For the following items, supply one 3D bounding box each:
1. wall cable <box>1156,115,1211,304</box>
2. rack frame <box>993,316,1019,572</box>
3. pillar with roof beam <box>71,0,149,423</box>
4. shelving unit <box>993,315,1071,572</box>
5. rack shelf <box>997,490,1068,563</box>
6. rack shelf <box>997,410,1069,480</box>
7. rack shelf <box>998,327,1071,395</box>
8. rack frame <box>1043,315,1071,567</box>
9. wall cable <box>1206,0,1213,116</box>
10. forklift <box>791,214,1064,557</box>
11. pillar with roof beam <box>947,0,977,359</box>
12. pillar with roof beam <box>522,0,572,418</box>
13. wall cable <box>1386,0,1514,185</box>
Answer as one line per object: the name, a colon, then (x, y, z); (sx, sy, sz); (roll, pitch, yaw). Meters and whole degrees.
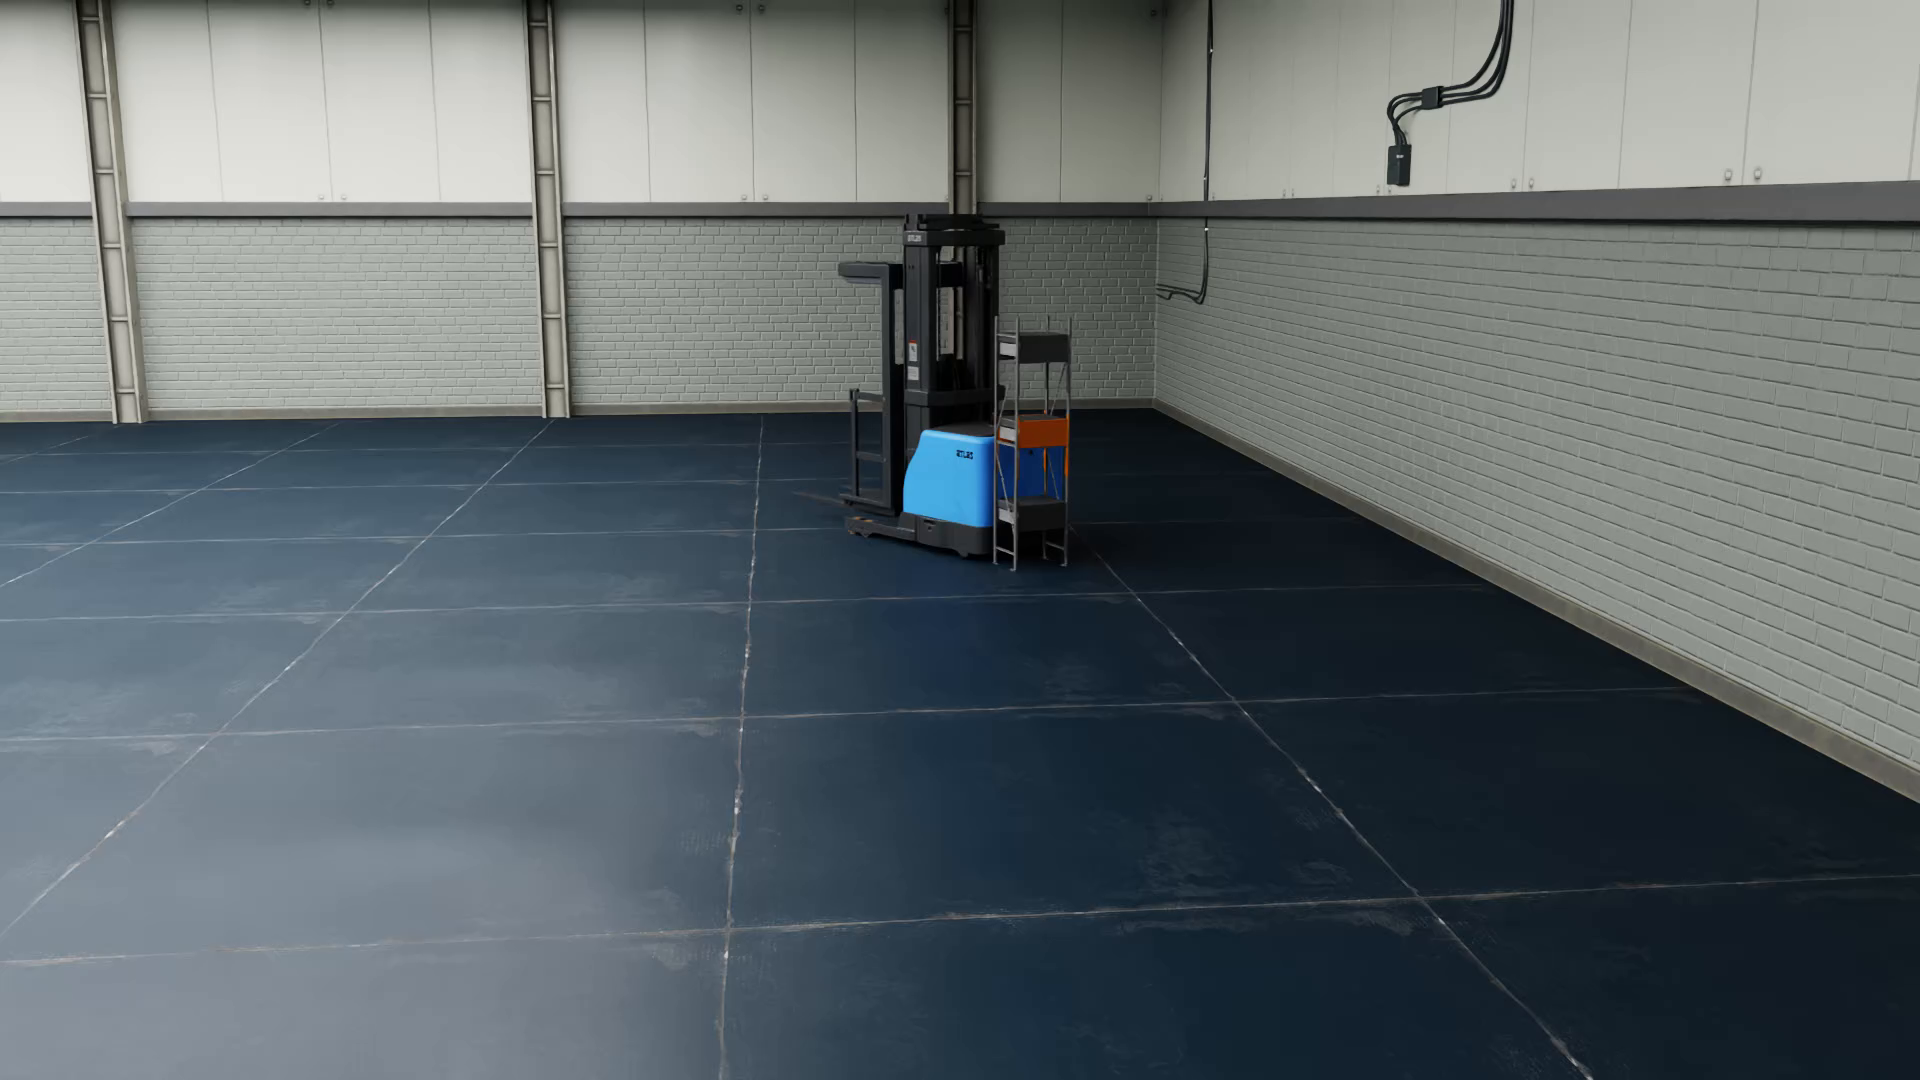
wall cable: (3.104, -4.646, 23.603); (0.112, 2.526, 3.097); (-1, 11, -6)
rack frame: (0.384, -0.798, 13.858); (0.015, 2.100, 0.400); (-5, 12, -26)
pillar with roof beam: (-11.433, -5.286, 18.810); (0.400, 9.000, 9.100); (-1, 11, -6)
shelving unit: (0.602, -0.818, 13.964); (0.503, 2.100, 0.431); (-5, 12, -26)
rack shelf: (0.601, -0.118, 14.101); (0.480, 0.518, 0.431); (-5, 12, -26)
rack shelf: (0.602, -0.805, 13.967); (0.480, 0.518, 0.431); (-5, 12, -26)
rack shelf: (0.604, -1.492, 13.833); (0.480, 0.518, 0.431); (-5, 12, -26)
rack frame: (0.821, -0.838, 14.071); (0.015, 2.100, 0.400); (-5, 12, -26)
wall cable: (3.396, -6.605, 20.477); (0.112, 2.526, 3.097); (-1, 11, -6)
forklift: (-0.424, -1.518, 15.373); (1.130, 2.935, 3.031); (-10, 15, -40)
pillar with roof beam: (0.497, -5.536, 20.082); (0.400, 9.000, 9.100); (-1, 11, -6)
pillar with roof beam: (-5.468, -5.411, 19.446); (0.400, 9.000, 9.100); (-1, 11, -6)
wall cable: (4.113, -6.017, 13.713); (0.169, 6.003, 2.305); (-1, 11, -6)
